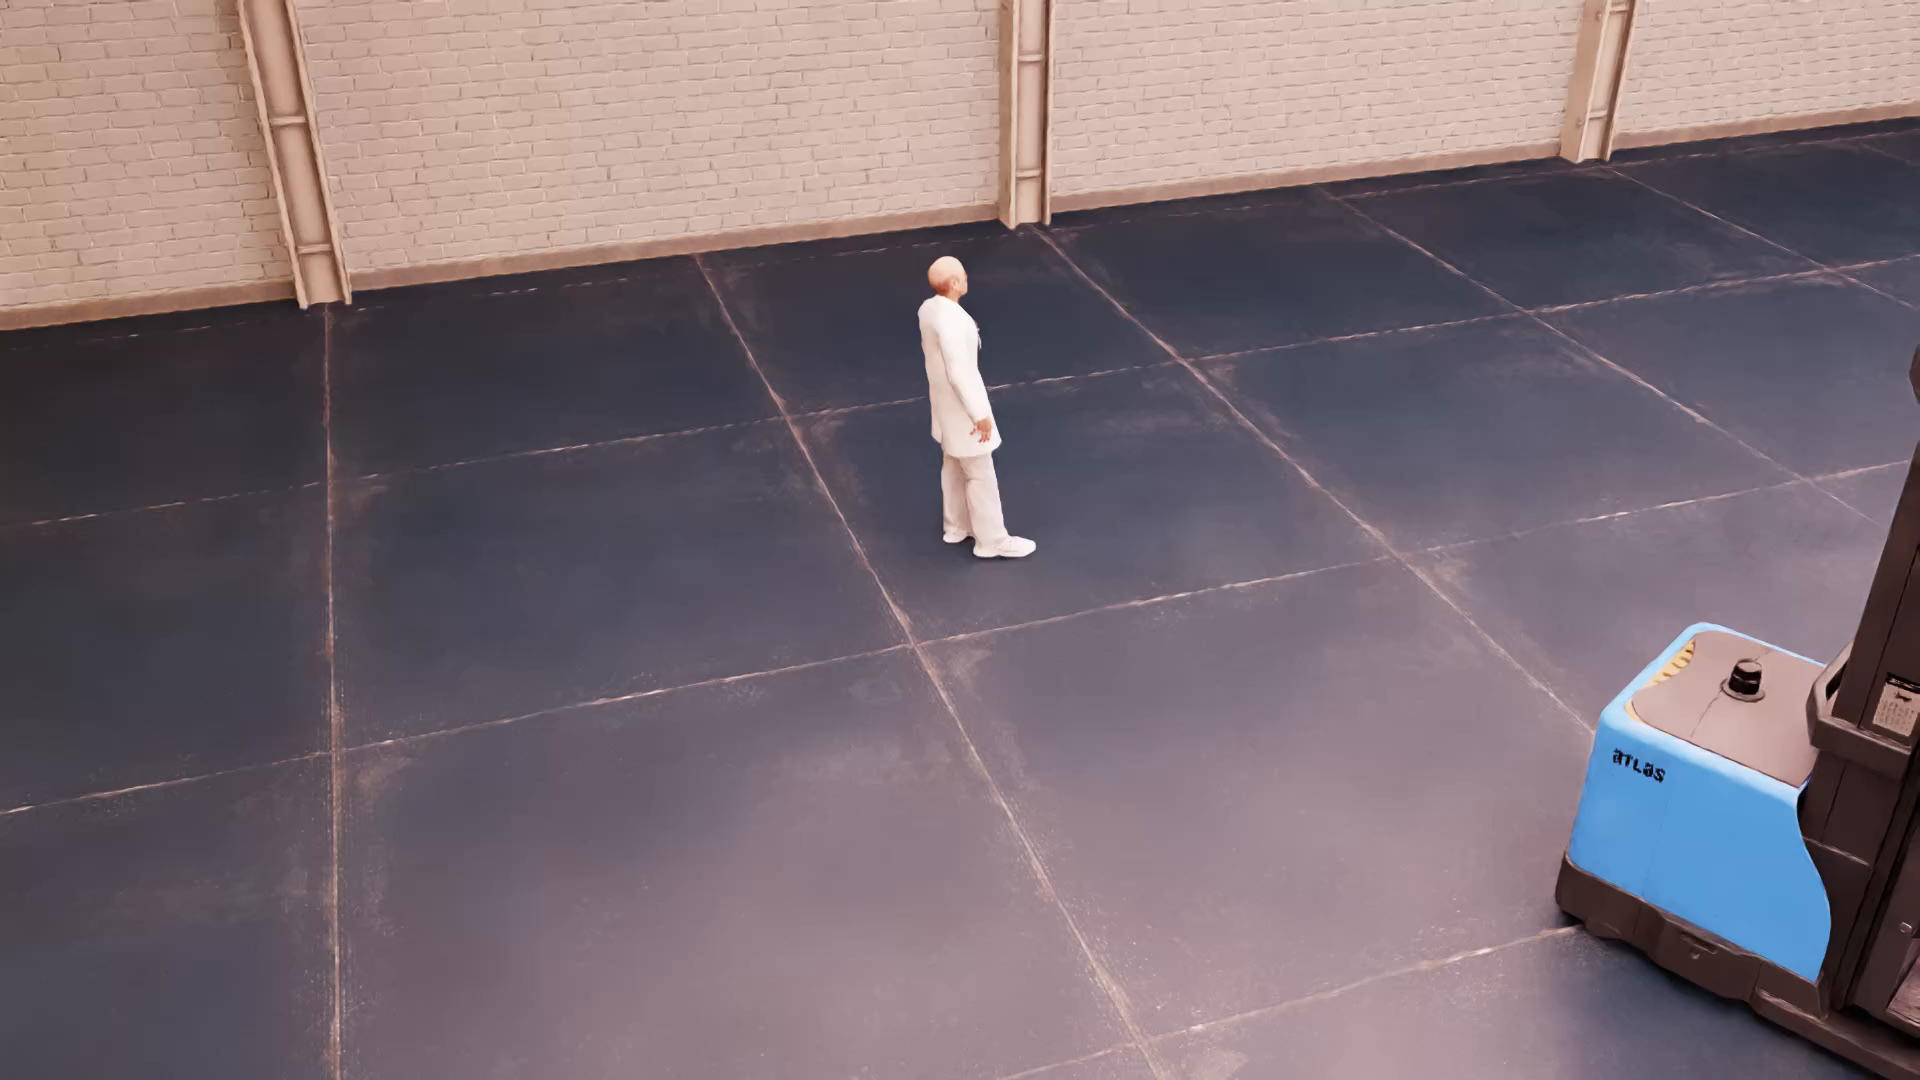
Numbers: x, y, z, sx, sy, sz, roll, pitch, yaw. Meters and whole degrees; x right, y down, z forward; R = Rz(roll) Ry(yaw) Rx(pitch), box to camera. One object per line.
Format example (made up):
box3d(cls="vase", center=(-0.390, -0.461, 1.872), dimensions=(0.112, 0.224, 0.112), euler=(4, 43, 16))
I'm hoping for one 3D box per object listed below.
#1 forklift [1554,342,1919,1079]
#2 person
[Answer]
box3d(cls="forklift", center=(3.987, 0.679, 5.907), dimensions=(3.031, 2.935, 1.130), euler=(25, 38, 37))
box3d(cls="person", center=(0.088, -0.789, 9.600), dimensions=(0.579, 1.776, 0.694), euler=(-10, 31, -16))
